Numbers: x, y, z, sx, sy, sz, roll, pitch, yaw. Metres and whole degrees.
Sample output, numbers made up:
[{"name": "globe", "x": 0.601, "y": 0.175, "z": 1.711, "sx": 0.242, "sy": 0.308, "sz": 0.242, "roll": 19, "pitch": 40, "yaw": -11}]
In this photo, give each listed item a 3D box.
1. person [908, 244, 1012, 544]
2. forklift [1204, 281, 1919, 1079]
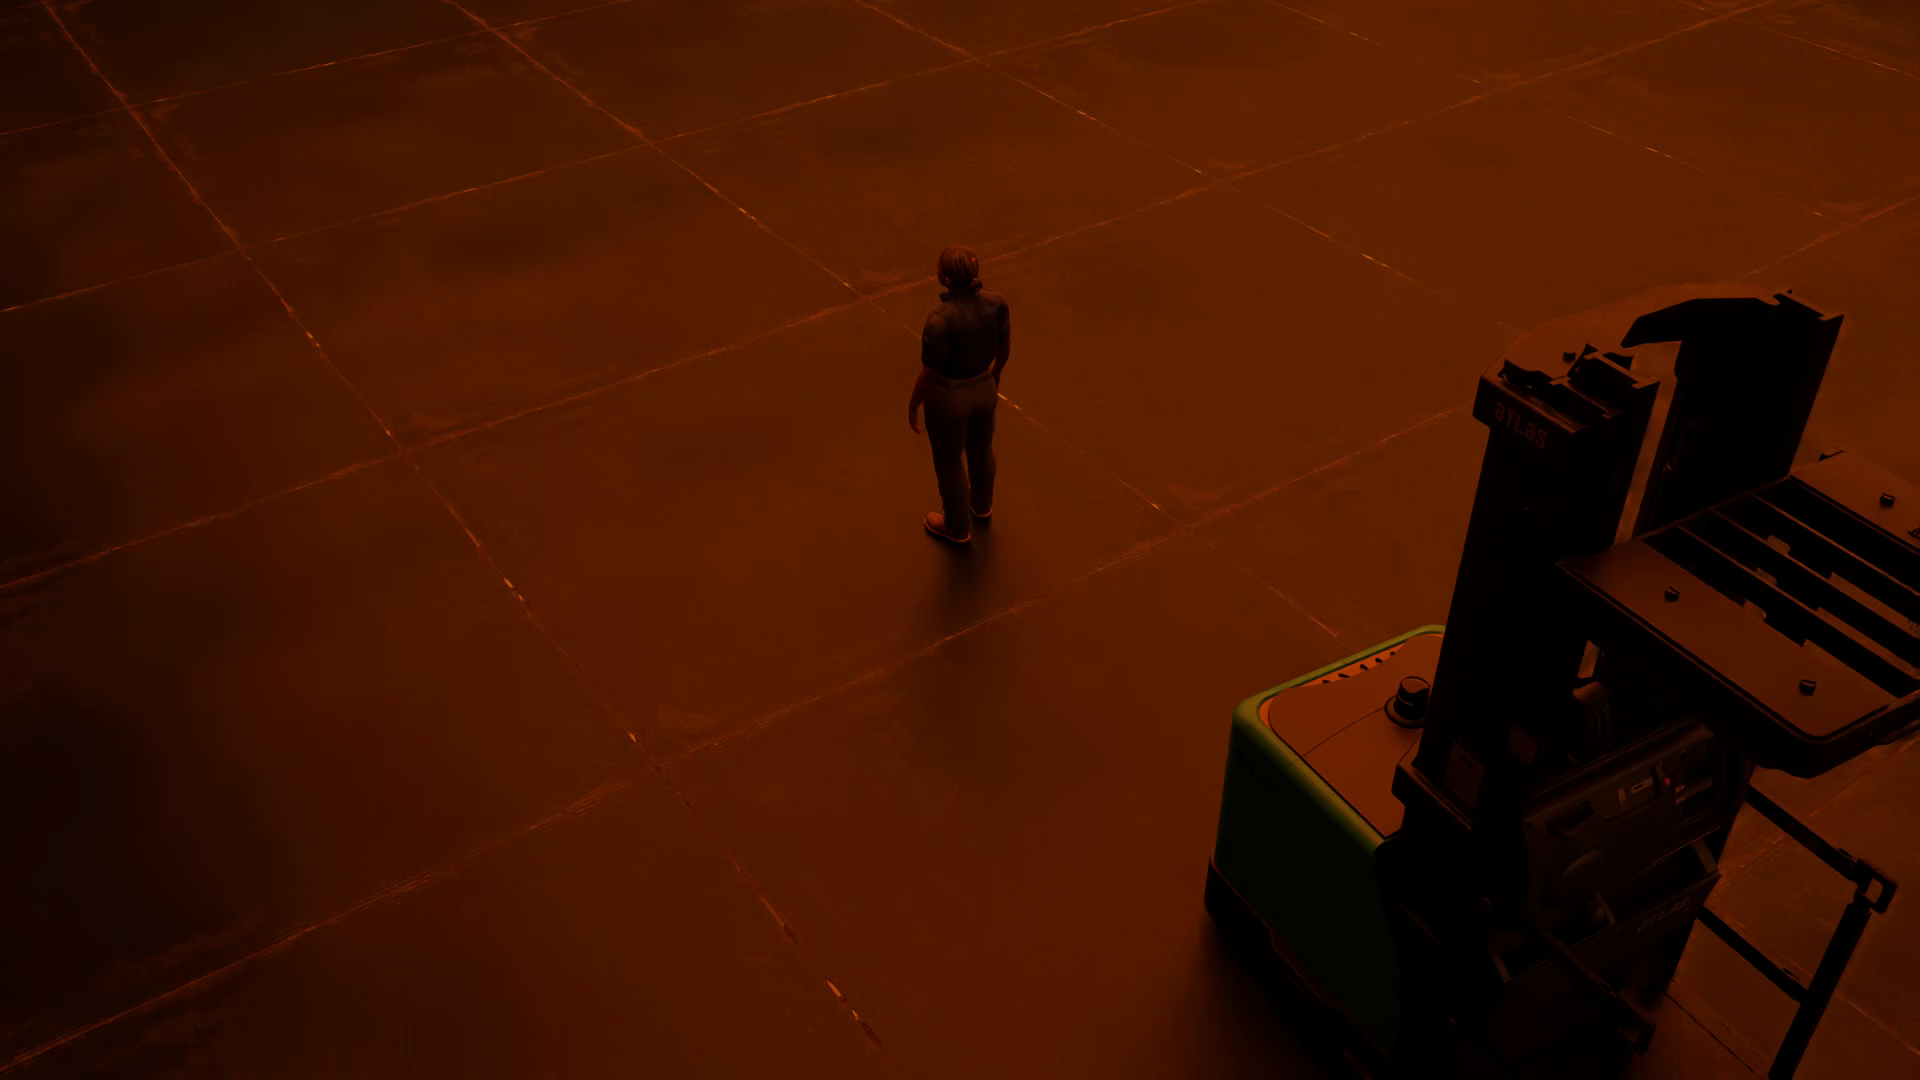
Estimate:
[{"name": "person", "x": -0.034, "y": -0.720, "z": 7.981, "sx": 0.569, "sy": 1.654, "sz": 0.504, "roll": -23, "pitch": 42, "yaw": -28}, {"name": "forklift", "x": 2.104, "y": 0.882, "z": 4.752, "sx": 1.130, "sy": 2.935, "sz": 3.031, "roll": -19, "pitch": 40, "yaw": -23}]
